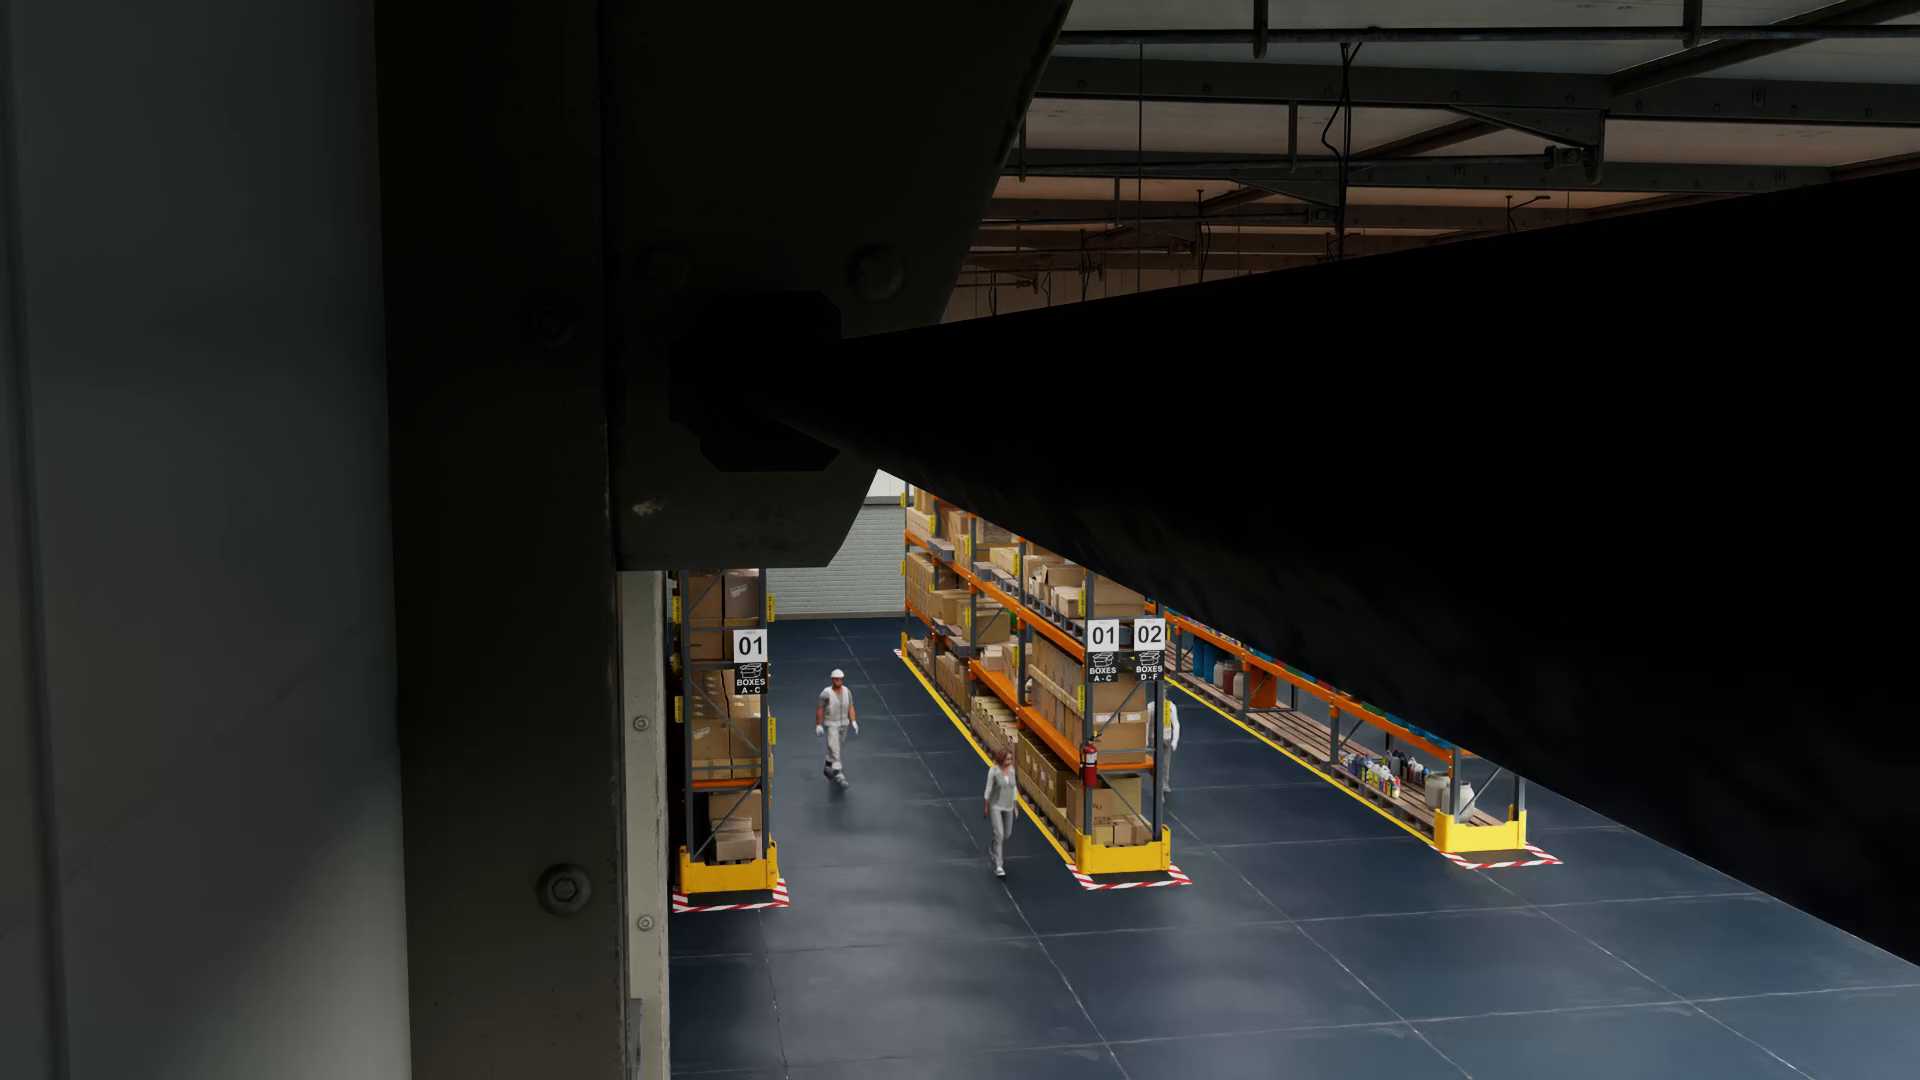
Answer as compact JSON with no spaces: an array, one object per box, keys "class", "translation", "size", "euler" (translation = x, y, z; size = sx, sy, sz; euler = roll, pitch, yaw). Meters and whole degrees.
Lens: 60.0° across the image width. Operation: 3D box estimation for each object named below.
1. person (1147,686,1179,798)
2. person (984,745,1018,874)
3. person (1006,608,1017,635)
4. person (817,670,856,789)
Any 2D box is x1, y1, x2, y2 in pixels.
[{"class":"person","translation":[2.962,2.986,24.574],"size":[0.527,1.620,0.746],"euler":[3,7,28]},{"class":"person","translation":[0.471,3.382,21.000],"size":[0.486,1.541,0.492],"euler":[4,7,36]},{"class":"person","translation":[1.187,1.473,38.229],"size":[0.422,1.793,0.670],"euler":[3,7,25]},{"class":"person","translation":[-1.889,2.845,25.248],"size":[1.012,1.748,0.606],"euler":[4,7,33]}]
